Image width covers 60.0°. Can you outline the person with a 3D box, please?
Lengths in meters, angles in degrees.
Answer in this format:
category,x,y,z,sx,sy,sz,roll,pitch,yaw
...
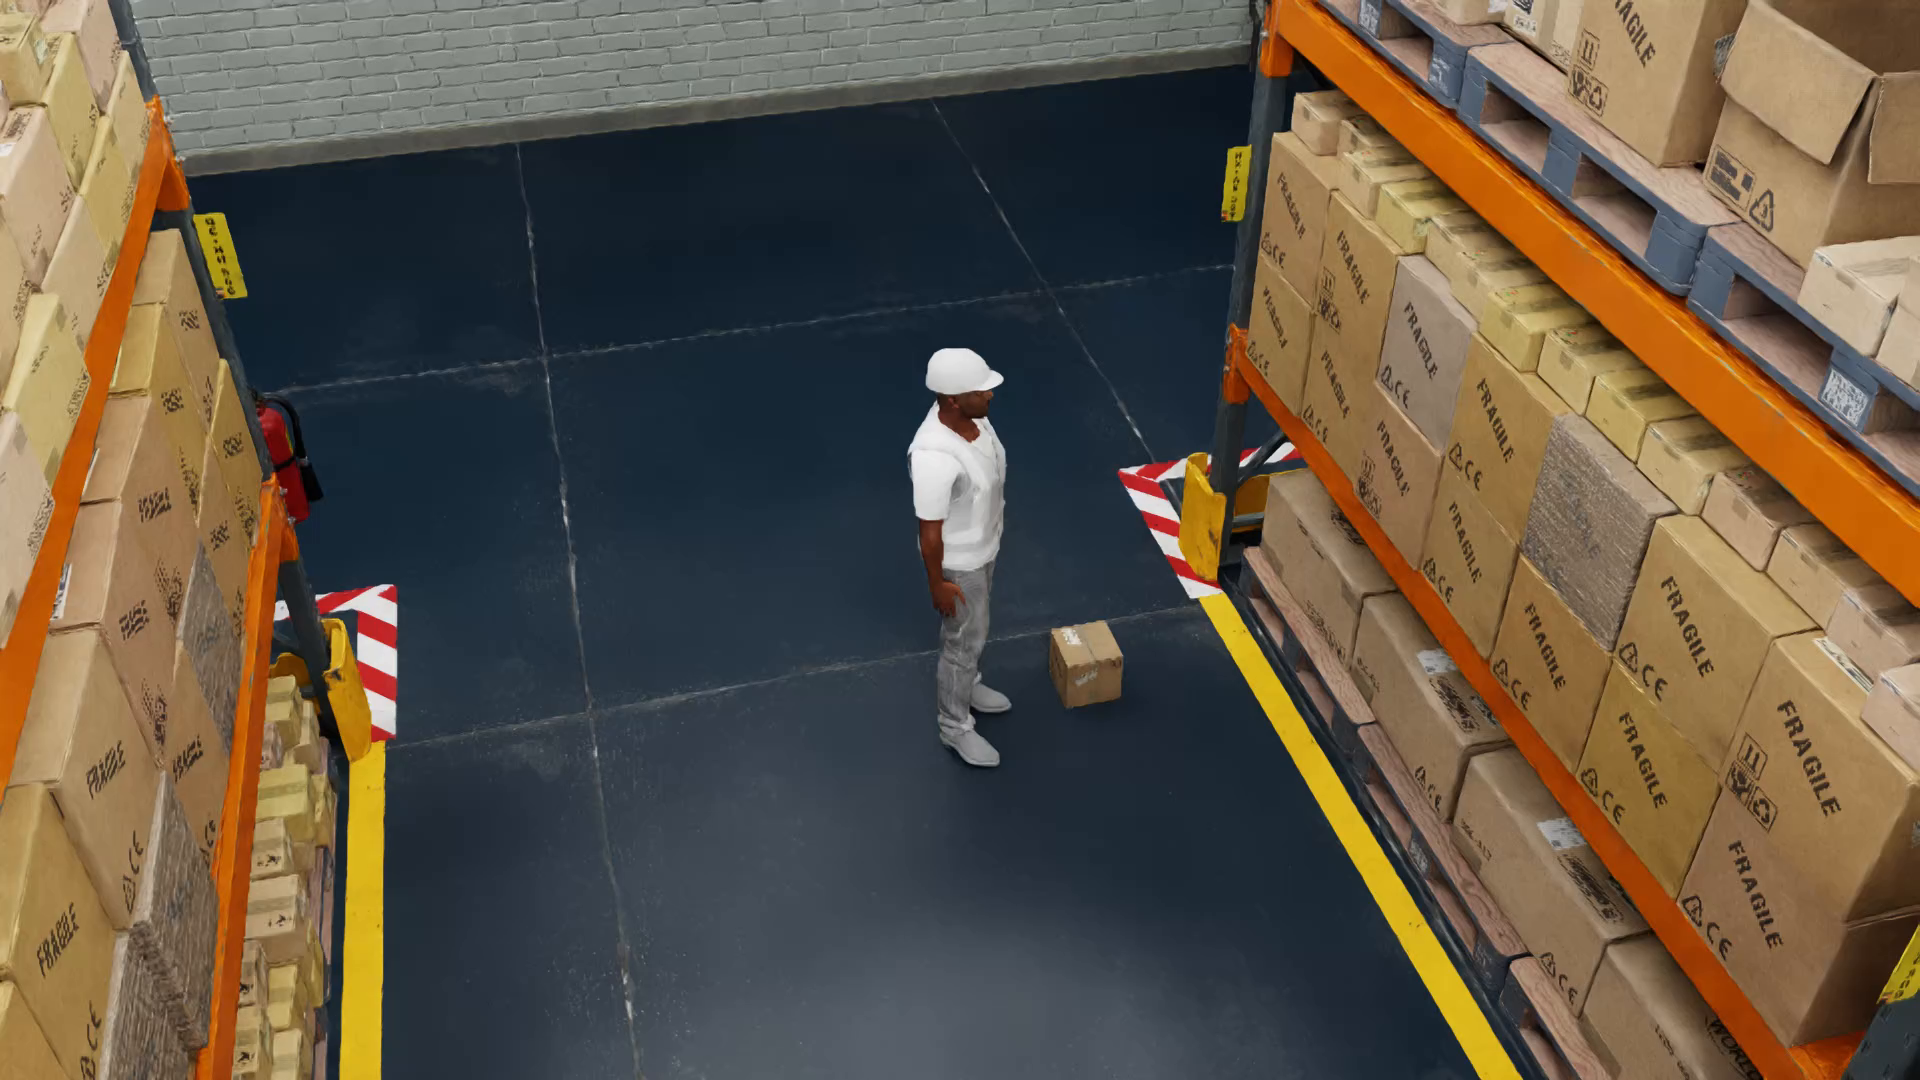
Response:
category,x,y,z,sx,sy,sz,roll,pitch,yaw
person,0.034,0.036,6.636,0.421,1.773,0.683,9,39,11
